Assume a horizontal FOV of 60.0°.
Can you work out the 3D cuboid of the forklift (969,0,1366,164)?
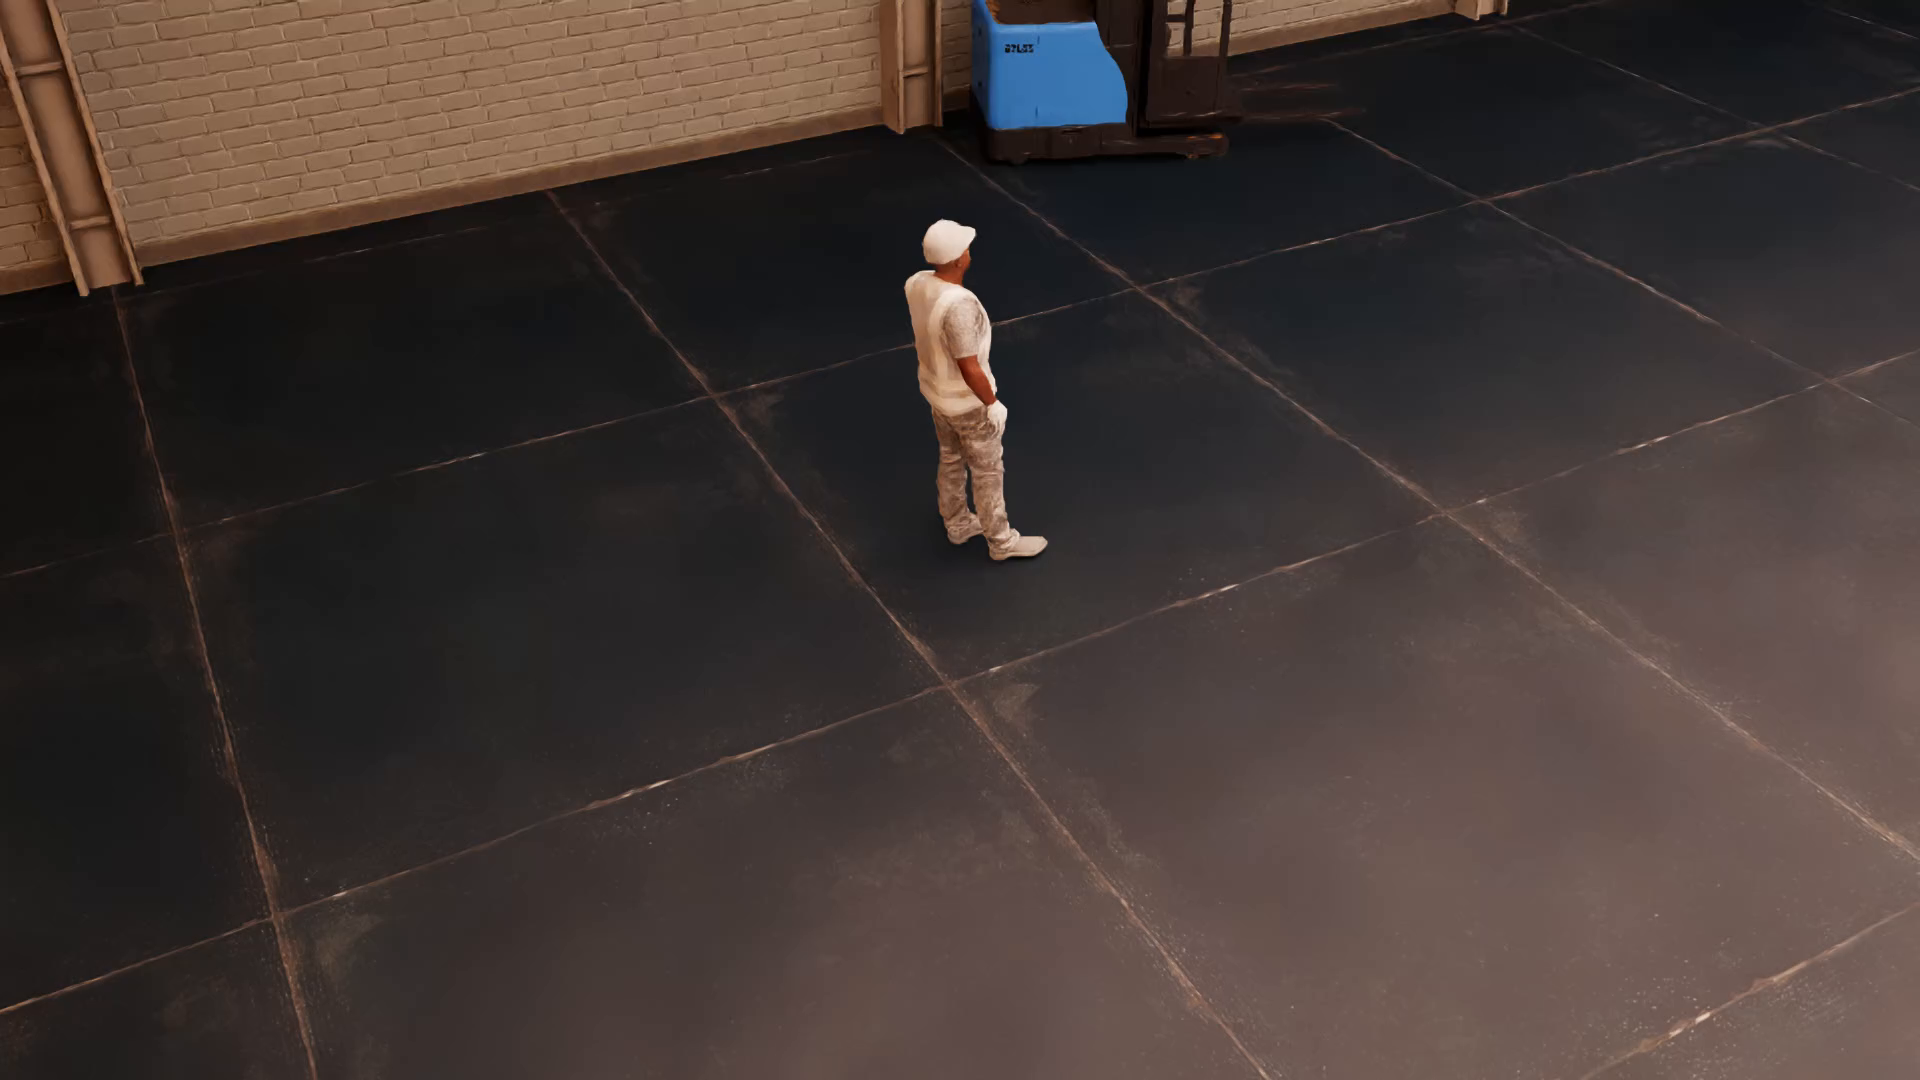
[{"bbox_3d":[1.635,-4.439,12.403,3.031,2.935,1.130,-5,36,-7],"label":"forklift"}]

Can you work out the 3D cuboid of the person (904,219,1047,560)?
[{"bbox_3d":[0.067,-0.749,8.166,0.576,1.782,0.655,-17,39,-23],"label":"person"}]
